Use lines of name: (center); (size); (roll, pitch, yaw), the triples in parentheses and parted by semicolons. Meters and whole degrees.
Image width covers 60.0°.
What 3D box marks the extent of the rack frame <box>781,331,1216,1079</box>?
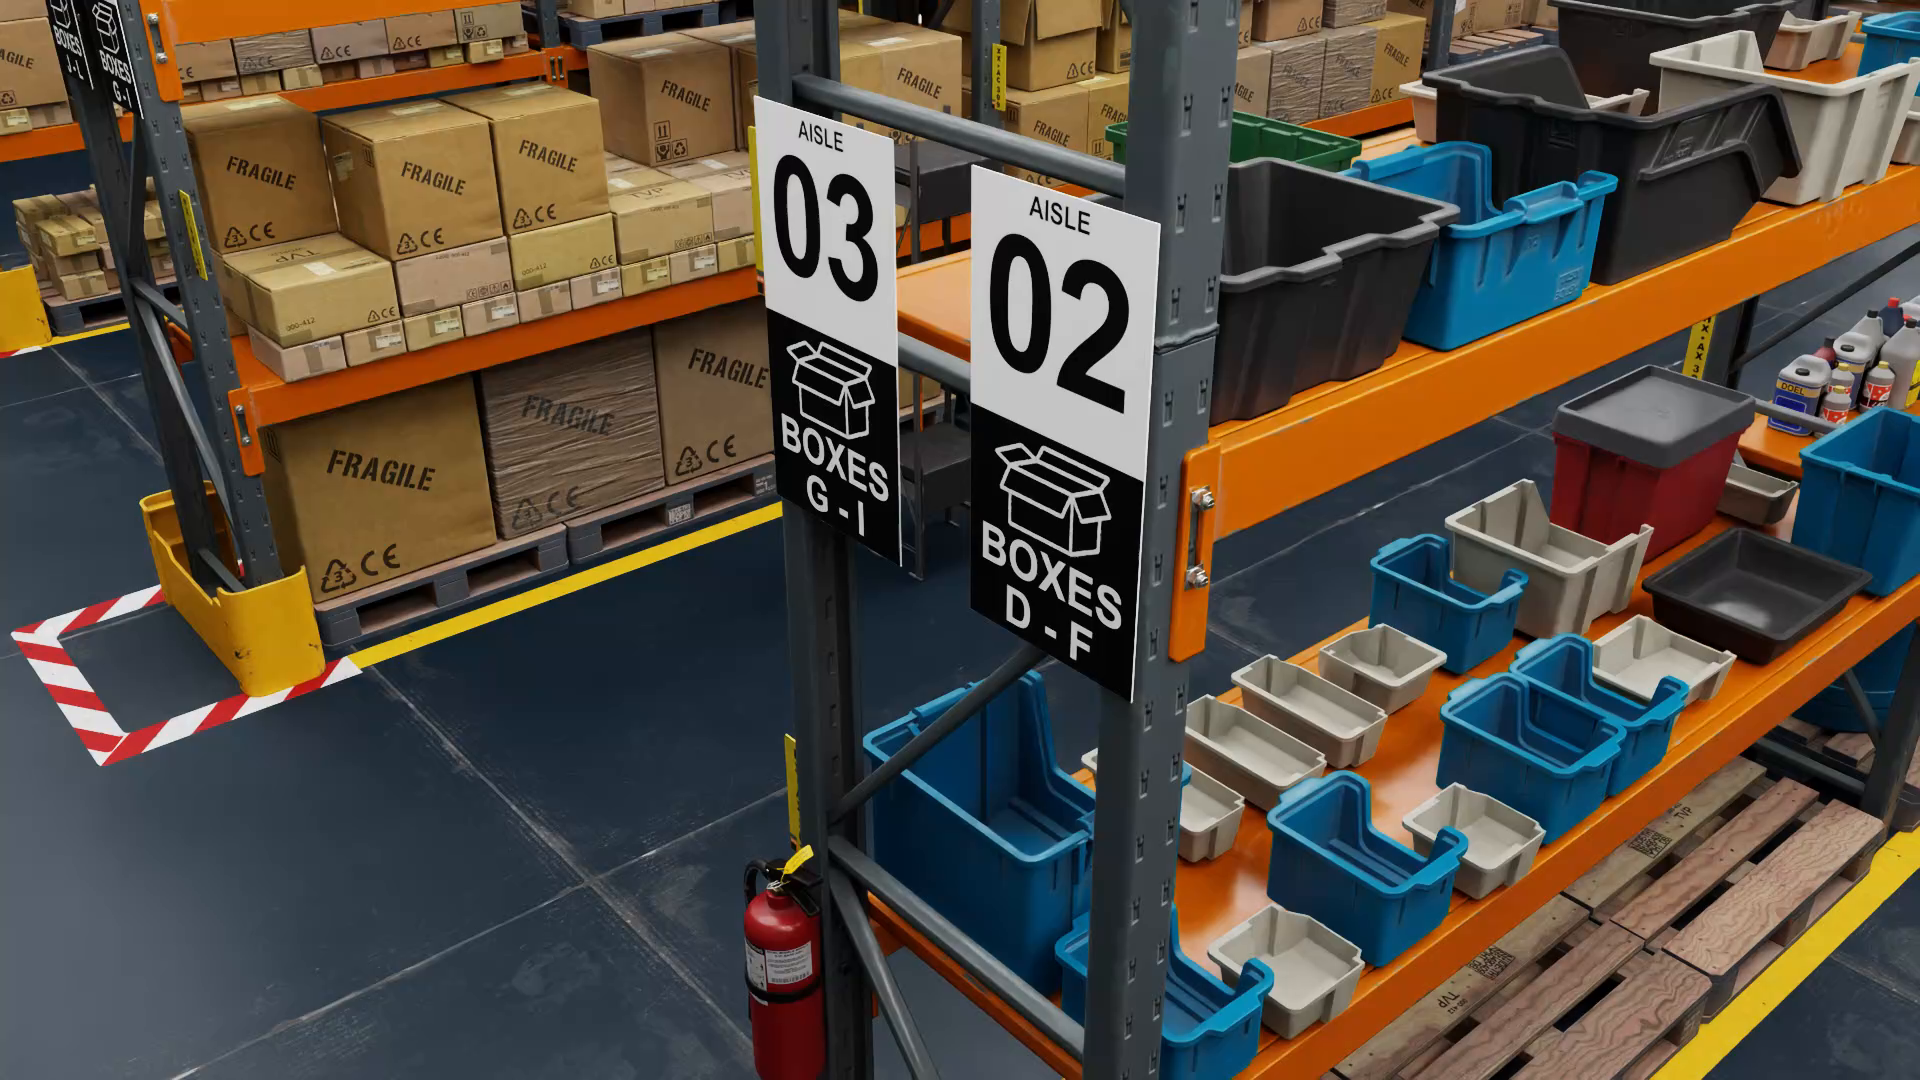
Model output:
rack frame: (0.009, 0.860, 3.457); (0.127, 3.000, 1.000); (-22, 35, -35)

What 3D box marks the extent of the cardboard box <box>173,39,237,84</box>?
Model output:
cardboard box: (-5.056, -3.257, 10.740); (0.500, 0.500, 0.500); (-21, 35, -34)

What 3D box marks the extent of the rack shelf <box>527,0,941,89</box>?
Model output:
rack shelf: (-1.784, -4.243, 13.771); (4.000, 0.370, 1.077); (-22, 35, -35)

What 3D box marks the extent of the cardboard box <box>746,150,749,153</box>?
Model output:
cardboard box: (-0.721, -1.816, 8.309); (0.500, 0.250, 0.500); (-21, 34, -33)

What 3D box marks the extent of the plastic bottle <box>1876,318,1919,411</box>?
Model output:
plastic bottle: (3.632, -0.688, 6.408); (0.185, 0.351, 0.144); (-22, 35, -35)

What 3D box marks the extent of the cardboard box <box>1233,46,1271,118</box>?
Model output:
cardboard box: (1.502, -2.701, 10.016); (0.500, 0.500, 0.500); (-21, 35, -34)

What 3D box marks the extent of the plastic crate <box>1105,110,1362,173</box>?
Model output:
plastic crate: (0.574, -0.773, 3.557); (0.336, 0.188, 0.450); (-22, 35, -35)

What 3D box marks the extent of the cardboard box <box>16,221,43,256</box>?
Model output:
cardboard box: (-6.132, -2.048, 11.163); (0.250, 0.149, 0.380); (-23, 36, -36)

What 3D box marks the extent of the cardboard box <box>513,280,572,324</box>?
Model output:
cardboard box: (-1.941, -1.110, 7.411); (0.250, 0.149, 0.380); (-23, 36, -36)

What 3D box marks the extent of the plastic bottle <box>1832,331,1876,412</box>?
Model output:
plastic bottle: (3.420, -0.657, 6.428); (0.135, 0.276, 0.152); (-22, 35, -35)

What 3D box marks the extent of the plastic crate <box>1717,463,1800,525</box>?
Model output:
plastic crate: (2.605, -0.182, 5.625); (0.243, 0.136, 0.396); (-22, 35, -35)

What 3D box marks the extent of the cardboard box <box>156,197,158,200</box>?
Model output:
cardboard box: (-5.188, -2.218, 11.165); (0.250, 0.149, 0.380); (-24, 36, -37)

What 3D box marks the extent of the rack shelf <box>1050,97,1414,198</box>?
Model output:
rack shelf: (1.359, -2.434, 10.385); (4.000, 0.370, 1.077); (-22, 35, -35)

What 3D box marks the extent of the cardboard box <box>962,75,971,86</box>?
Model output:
cardboard box: (0.016, -2.424, 9.498); (0.500, 0.500, 0.500); (-22, 35, -35)

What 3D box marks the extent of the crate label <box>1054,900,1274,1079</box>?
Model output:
crate label: (0.410, 0.950, 3.403); (0.303, 0.233, 0.416); (-22, 35, -35)

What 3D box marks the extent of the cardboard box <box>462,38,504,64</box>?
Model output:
cardboard box: (-3.496, -3.549, 11.974); (0.250, 0.149, 0.380); (-23, 36, -36)

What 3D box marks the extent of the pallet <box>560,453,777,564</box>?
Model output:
pallet: (-1.721, -0.330, 8.643); (1.213, 0.211, 1.003); (-22, 35, -35)

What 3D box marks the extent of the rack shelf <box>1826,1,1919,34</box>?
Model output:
rack shelf: (4.573, -1.981, 6.355); (4.000, 0.370, 1.077); (-22, 35, -35)

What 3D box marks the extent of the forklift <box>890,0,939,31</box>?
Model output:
forklift: (-0.666, -3.367, 11.441); (1.130, 2.935, 3.031); (2, 28, 3)

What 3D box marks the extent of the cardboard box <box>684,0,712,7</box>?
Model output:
cardboard box: (-2.116, -4.217, 12.779); (0.250, 0.149, 0.380); (-21, 35, -34)

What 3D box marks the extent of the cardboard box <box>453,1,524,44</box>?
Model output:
cardboard box: (-3.490, -3.875, 11.896); (0.500, 0.500, 0.500); (-22, 35, -35)

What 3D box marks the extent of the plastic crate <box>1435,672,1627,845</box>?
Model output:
plastic crate: (1.412, 0.548, 4.157); (0.300, 0.233, 0.416); (-22, 35, -35)

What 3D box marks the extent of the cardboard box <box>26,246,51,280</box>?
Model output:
cardboard box: (-6.083, -1.889, 11.181); (0.250, 0.149, 0.380); (-21, 35, -34)

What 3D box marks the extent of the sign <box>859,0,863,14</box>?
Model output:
sign: (-0.523, -2.806, 9.175); (0.005, 0.325, 0.100); (-22, 35, -35)

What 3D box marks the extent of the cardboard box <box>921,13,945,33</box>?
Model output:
cardboard box: (0.259, -4.519, 15.465); (0.750, 0.750, 1.050); (-22, 35, -36)

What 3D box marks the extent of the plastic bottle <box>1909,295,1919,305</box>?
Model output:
plastic bottle: (3.906, -0.852, 6.794); (0.135, 0.276, 0.152); (-22, 35, -35)

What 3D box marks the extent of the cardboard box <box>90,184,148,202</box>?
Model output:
cardboard box: (-5.767, -2.349, 11.411); (0.250, 0.149, 0.380); (-23, 36, -36)

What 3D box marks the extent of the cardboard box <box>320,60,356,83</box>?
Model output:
cardboard box: (-4.366, -3.266, 11.445); (0.250, 0.149, 0.380); (-23, 35, -36)

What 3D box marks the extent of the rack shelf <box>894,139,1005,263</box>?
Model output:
rack shelf: (-0.126, -1.481, 7.337); (0.480, 0.518, 0.431); (-22, 35, -35)

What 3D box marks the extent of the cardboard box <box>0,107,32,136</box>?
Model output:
cardboard box: (-5.889, -2.596, 10.191); (0.250, 0.149, 0.380); (-22, 35, -35)

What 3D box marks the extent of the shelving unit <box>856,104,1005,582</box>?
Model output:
shelving unit: (-0.126, -0.875, 7.660); (0.503, 2.100, 0.431); (-22, 35, -35)

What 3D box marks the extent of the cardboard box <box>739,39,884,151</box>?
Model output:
cardboard box: (-0.723, -2.147, 8.132); (0.500, 0.500, 0.500); (-21, 35, -34)

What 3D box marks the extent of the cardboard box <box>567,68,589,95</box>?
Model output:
cardboard box: (-2.903, -3.681, 13.366); (0.500, 0.250, 0.500); (-23, 36, -36)

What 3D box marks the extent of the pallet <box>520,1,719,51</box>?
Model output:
pallet: (-2.629, -4.046, 12.841); (1.213, 0.211, 1.003); (-22, 35, -35)

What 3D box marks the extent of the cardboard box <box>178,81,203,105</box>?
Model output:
cardboard box: (-5.152, -2.954, 10.862); (0.250, 0.149, 0.380); (-22, 35, -35)

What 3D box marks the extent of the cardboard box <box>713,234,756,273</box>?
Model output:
cardboard box: (-1.160, -1.424, 7.999); (0.250, 0.149, 0.380); (-23, 35, -36)

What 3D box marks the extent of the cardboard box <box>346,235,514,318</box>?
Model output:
cardboard box: (-2.274, -1.192, 7.141); (0.500, 0.250, 0.500); (-22, 35, -35)

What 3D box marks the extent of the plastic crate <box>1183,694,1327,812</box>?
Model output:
plastic crate: (0.741, 0.552, 4.250); (0.243, 0.136, 0.396); (-22, 35, -35)

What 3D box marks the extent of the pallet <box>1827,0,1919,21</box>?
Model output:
pallet: (3.585, -1.878, 5.599); (1.003, 0.211, 1.213); (-22, 35, -35)

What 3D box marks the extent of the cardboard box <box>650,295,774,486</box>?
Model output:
cardboard box: (-1.402, -0.939, 8.633); (0.875, 0.875, 0.875); (-22, 35, -35)

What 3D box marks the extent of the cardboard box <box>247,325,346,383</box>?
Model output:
cardboard box: (-2.722, -0.795, 6.822); (0.250, 0.149, 0.380); (-21, 35, -34)

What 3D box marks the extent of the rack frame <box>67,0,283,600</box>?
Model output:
rack frame: (-3.206, -0.916, 6.781); (0.127, 3.000, 1.000); (-22, 35, -35)

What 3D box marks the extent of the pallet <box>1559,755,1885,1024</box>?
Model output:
pallet: (2.518, 1.105, 5.957); (1.213, 0.211, 1.003); (-22, 35, -35)

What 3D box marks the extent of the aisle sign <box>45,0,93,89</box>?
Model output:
aisle sign: (-3.455, -2.148, 6.328); (0.004, 0.787, 0.394); (-22, 35, -35)

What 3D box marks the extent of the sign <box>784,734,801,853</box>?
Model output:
sign: (-0.361, 0.596, 3.779); (0.005, 0.325, 0.100); (-22, 35, -35)

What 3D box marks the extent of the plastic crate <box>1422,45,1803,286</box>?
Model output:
plastic crate: (1.349, -0.804, 3.455); (0.767, 0.338, 0.504); (-22, 35, -35)

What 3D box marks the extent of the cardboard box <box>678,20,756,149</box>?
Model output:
cardboard box: (-1.073, -2.332, 8.480); (0.500, 0.500, 0.500); (-22, 35, -35)

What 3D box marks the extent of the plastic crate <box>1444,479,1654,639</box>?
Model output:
plastic crate: (1.771, 0.064, 5.010); (0.530, 0.282, 0.437); (-22, 35, -35)

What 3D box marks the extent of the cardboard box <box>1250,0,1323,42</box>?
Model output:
cardboard box: (1.816, -3.433, 10.321); (0.637, 0.503, 0.797); (-21, 35, -34)

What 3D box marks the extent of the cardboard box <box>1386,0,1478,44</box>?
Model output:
cardboard box: (3.265, -3.772, 11.573); (0.500, 0.500, 0.500); (23, 36, 36)

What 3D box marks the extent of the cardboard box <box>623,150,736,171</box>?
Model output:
cardboard box: (-1.462, -1.844, 8.361); (0.500, 0.250, 0.500); (-21, 35, -34)
